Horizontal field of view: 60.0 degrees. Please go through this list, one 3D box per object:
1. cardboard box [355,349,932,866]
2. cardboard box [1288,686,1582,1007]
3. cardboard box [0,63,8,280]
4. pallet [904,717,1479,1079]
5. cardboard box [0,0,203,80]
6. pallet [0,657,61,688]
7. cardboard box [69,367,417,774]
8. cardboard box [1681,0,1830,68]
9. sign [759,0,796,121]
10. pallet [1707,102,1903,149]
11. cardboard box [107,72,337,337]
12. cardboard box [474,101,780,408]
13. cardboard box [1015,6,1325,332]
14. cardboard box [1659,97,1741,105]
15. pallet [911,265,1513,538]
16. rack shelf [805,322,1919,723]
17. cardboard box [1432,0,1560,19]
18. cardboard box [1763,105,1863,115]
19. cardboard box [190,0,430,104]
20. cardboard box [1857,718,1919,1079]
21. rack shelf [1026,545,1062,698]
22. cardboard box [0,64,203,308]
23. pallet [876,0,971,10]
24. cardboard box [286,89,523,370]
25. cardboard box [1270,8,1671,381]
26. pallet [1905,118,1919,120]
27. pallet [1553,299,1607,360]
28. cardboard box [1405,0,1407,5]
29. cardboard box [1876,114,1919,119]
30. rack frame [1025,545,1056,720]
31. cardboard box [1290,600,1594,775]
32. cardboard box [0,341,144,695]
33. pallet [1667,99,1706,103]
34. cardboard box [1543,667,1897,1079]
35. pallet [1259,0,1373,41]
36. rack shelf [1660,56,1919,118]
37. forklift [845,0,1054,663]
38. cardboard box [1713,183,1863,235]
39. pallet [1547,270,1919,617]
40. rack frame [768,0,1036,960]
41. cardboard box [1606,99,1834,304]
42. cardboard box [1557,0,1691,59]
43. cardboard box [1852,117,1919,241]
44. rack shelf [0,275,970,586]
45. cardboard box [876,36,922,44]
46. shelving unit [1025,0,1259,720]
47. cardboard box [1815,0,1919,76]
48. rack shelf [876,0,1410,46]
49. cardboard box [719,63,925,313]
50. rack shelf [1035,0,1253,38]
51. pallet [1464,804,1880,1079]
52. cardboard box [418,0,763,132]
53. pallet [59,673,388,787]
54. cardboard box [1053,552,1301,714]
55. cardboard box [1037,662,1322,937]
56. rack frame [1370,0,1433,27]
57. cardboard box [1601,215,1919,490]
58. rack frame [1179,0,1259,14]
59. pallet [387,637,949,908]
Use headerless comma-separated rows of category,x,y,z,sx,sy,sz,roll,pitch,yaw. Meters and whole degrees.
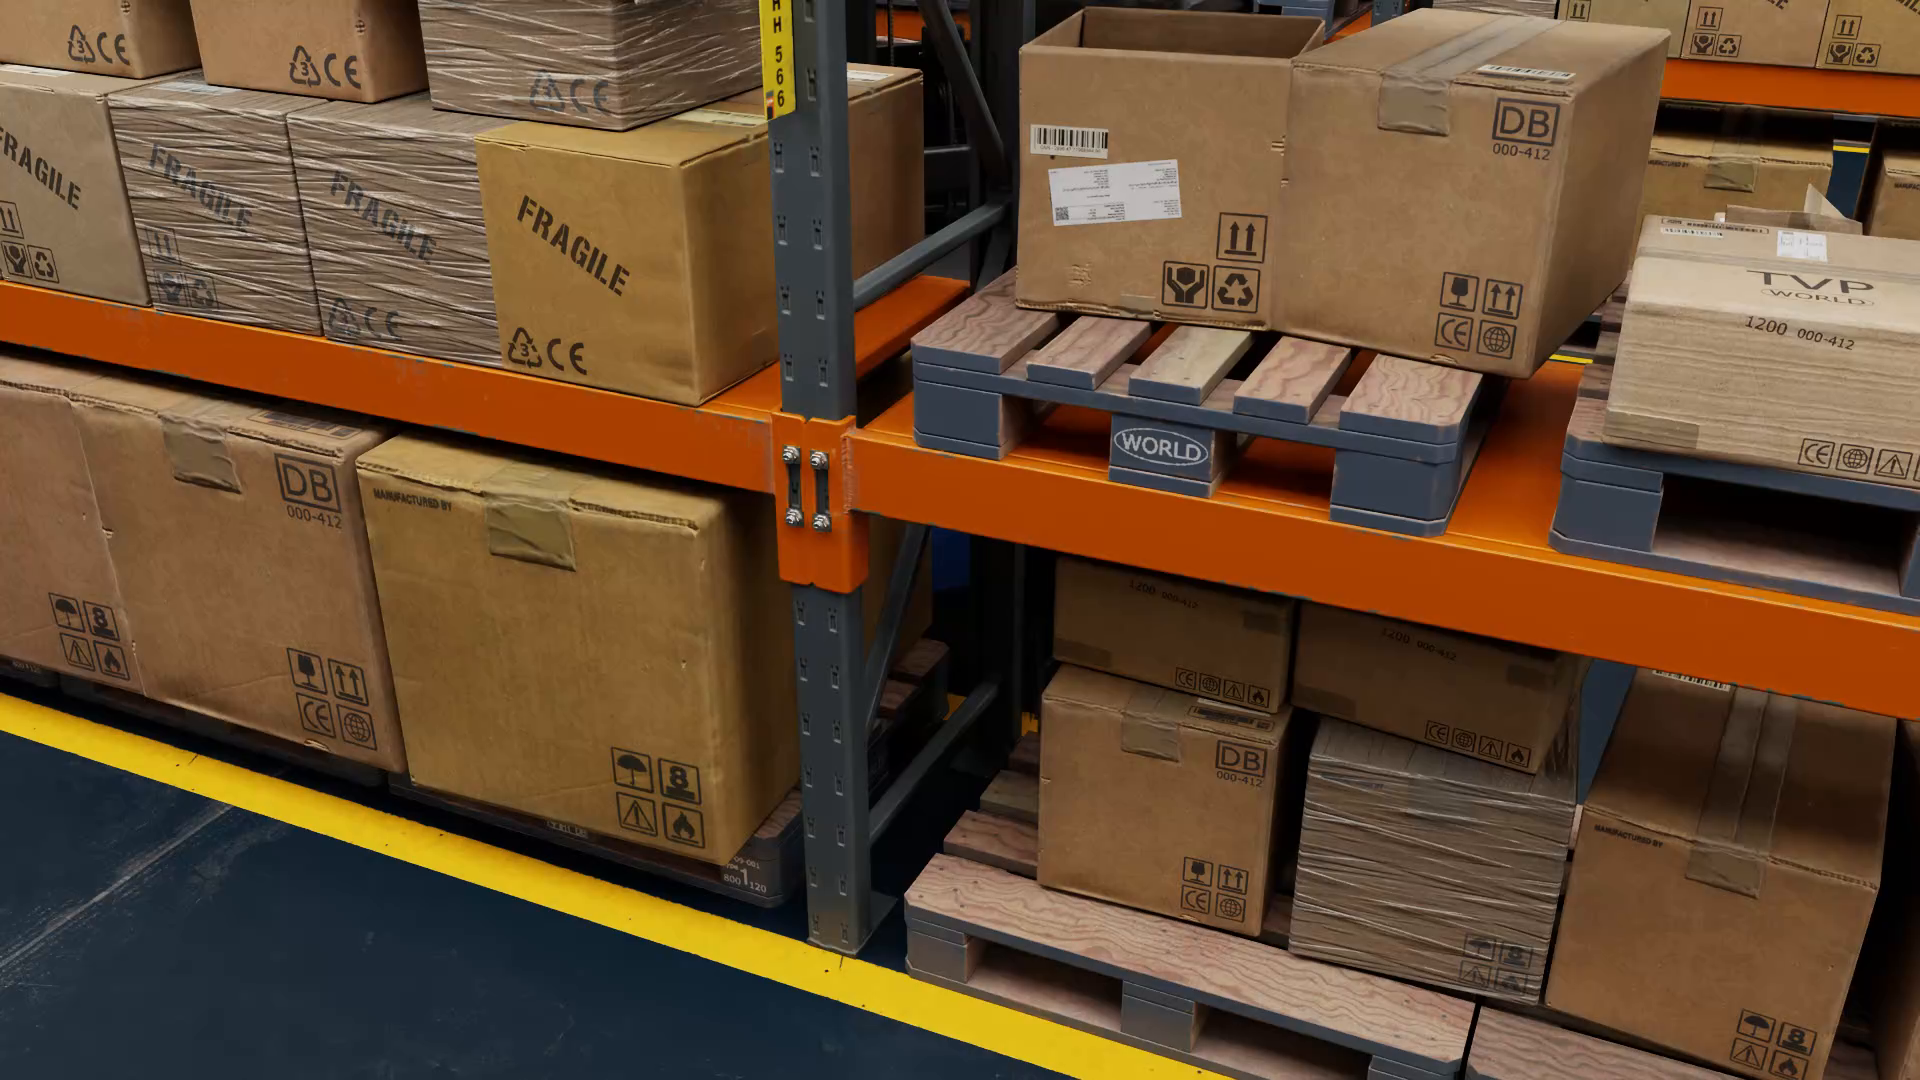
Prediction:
cardboard box,-0.709,0.032,4.220,0.875,0.875,1.225,10,28,19
cardboard box,1.039,0.536,3.597,0.500,0.500,0.700,9,28,18
cardboard box,-2.502,-1.007,4.286,0.500,0.500,0.500,11,28,21
pallet,0.621,0.796,3.894,1.213,0.211,1.003,11,28,22
cardboard box,-1.954,-1.474,4.099,0.637,0.503,0.797,12,29,23
pallet,-2.997,0.032,5.446,1.213,0.211,1.003,11,28,22
cardboard box,-1.517,-0.134,4.557,0.875,0.875,1.225,11,28,22
cardboard box,3.276,-2.244,6.800,0.500,0.500,0.500,11,28,22
sign,-0.316,-0.894,2.860,0.005,0.325,0.100,11,28,22
pallet,5.830,-2.965,11.534,1.213,0.211,1.003,11,28,22
cardboard box,-1.567,-0.821,3.909,0.500,0.500,0.500,10,28,20
cardboard box,-0.641,-0.634,3.529,0.500,0.500,0.500,12,29,23
cardboard box,0.419,-0.749,3.287,0.500,0.500,0.500,8,27,15
cardboard box,5.198,-3.354,11.665,0.625,0.372,0.950,11,28,21
pallet,0.603,-0.425,3.435,1.003,0.211,1.213,11,28,22
rack shelf,1.731,0.090,2.986,4.000,0.370,1.077,11,28,22
cardboard box,2.353,-2.429,7.174,0.500,0.500,0.500,12,29,22
cardboard box,5.886,-3.213,11.379,0.625,0.372,0.950,12,29,23
cardboard box,-1.340,-1.354,3.855,0.637,0.503,0.797,12,29,23
cardboard box,2.066,0.739,3.185,0.500,0.500,0.700,9,28,17
rack shelf,0.506,0.170,4.591,0.480,0.518,0.431,12,30,31
cardboard box,-2.029,-0.915,4.099,0.500,0.500,0.500,12,29,23
pallet,0.237,-2.834,8.327,1.213,0.211,1.003,11,28,22
cardboard box,-1.093,-0.728,3.719,0.500,0.500,0.500,11,28,21
cardboard box,0.968,-0.687,3.162,0.500,0.500,0.700,16,30,29
pallet,6.945,-2.743,11.082,1.213,0.211,1.003,11,28,22
pallet,2.742,-1.149,7.845,1.213,0.211,1.003,11,28,22
cardboard box,3.418,-3.978,12.364,0.875,0.875,0.875,11,28,21
cardboard box,6.520,-3.086,11.122,0.625,0.372,0.950,13,29,25
rack frame,0.250,-0.519,4.419,0.015,2.100,0.400,12,30,31
cardboard box,1.020,0.192,3.446,0.500,0.250,0.500,15,30,28
cardboard box,-2.326,-0.293,4.879,0.875,0.875,1.225,10,28,20
pallet,4.723,-3.189,11.988,1.213,0.211,1.003,11,28,22
cardboard box,1.558,0.637,3.392,0.500,0.500,0.700,14,29,26
pallet,1.363,-2.576,7.803,1.003,0.211,1.213,11,28,22
rack shelf,3.876,-1.886,6.999,4.000,0.370,1.077,11,28,22
forklift,-0.222,-1.573,5.627,1.130,2.935,3.031,-10,28,-19
cardboard box,1.540,-0.530,3.108,0.258,0.266,0.396,11,28,20
pallet,1.730,-0.167,2.911,1.213,0.211,1.003,11,28,22
rack frame,-0.089,-0.599,3.570,0.127,3.000,1.000,11,28,22
cardboard box,3.370,-1.448,7.366,0.750,0.750,1.050,12,29,23
cardboard box,2.817,-2.337,6.987,0.500,0.500,0.500,11,28,21
cardboard box,4.218,-1.277,7.020,0.750,0.750,1.050,11,28,22
rack shelf,-1.910,-0.642,4.472,4.000,0.370,1.077,11,28,22
cardboard box,-0.340,-2.575,9.090,0.500,0.250,0.500,13,29,24
shelving unit,0.454,-0.476,4.291,0.503,2.100,0.431,12,30,31
cardboard box,3.728,-2.152,6.613,0.500,0.500,0.500,11,28,21
rack shelf,0.235,-2.617,8.485,4.000,0.370,1.077,11,28,22
cardboard box,-0.419,-0.842,3.951,0.500,0.500,0.500,12,29,23
rack shelf,0.404,-1.097,4.003,0.480,0.518,0.431,12,30,31
pallet,1.728,1.020,3.440,1.213,0.211,1.003,11,28,22
cardboard box,-0.748,-1.234,3.611,0.637,0.503,0.797,12,29,24
pallet,-1.882,0.254,4.994,1.213,0.211,1.003,11,28,22
cardboard box,0.533,0.099,3.635,0.500,0.250,0.500,13,29,24
cardboard box,0.529,0.440,3.792,0.500,0.500,0.700,10,28,19
rack frame,2.056,-2.574,7.583,0.127,3.000,1.000,11,28,22
cardboard box,1.341,-0.321,2.700,0.500,0.250,0.500,11,28,20
rack frame,0.658,-0.433,4.164,0.015,2.100,0.400,12,30,31
pallet,-0.776,0.478,4.540,1.213,0.211,1.003,11,28,22
